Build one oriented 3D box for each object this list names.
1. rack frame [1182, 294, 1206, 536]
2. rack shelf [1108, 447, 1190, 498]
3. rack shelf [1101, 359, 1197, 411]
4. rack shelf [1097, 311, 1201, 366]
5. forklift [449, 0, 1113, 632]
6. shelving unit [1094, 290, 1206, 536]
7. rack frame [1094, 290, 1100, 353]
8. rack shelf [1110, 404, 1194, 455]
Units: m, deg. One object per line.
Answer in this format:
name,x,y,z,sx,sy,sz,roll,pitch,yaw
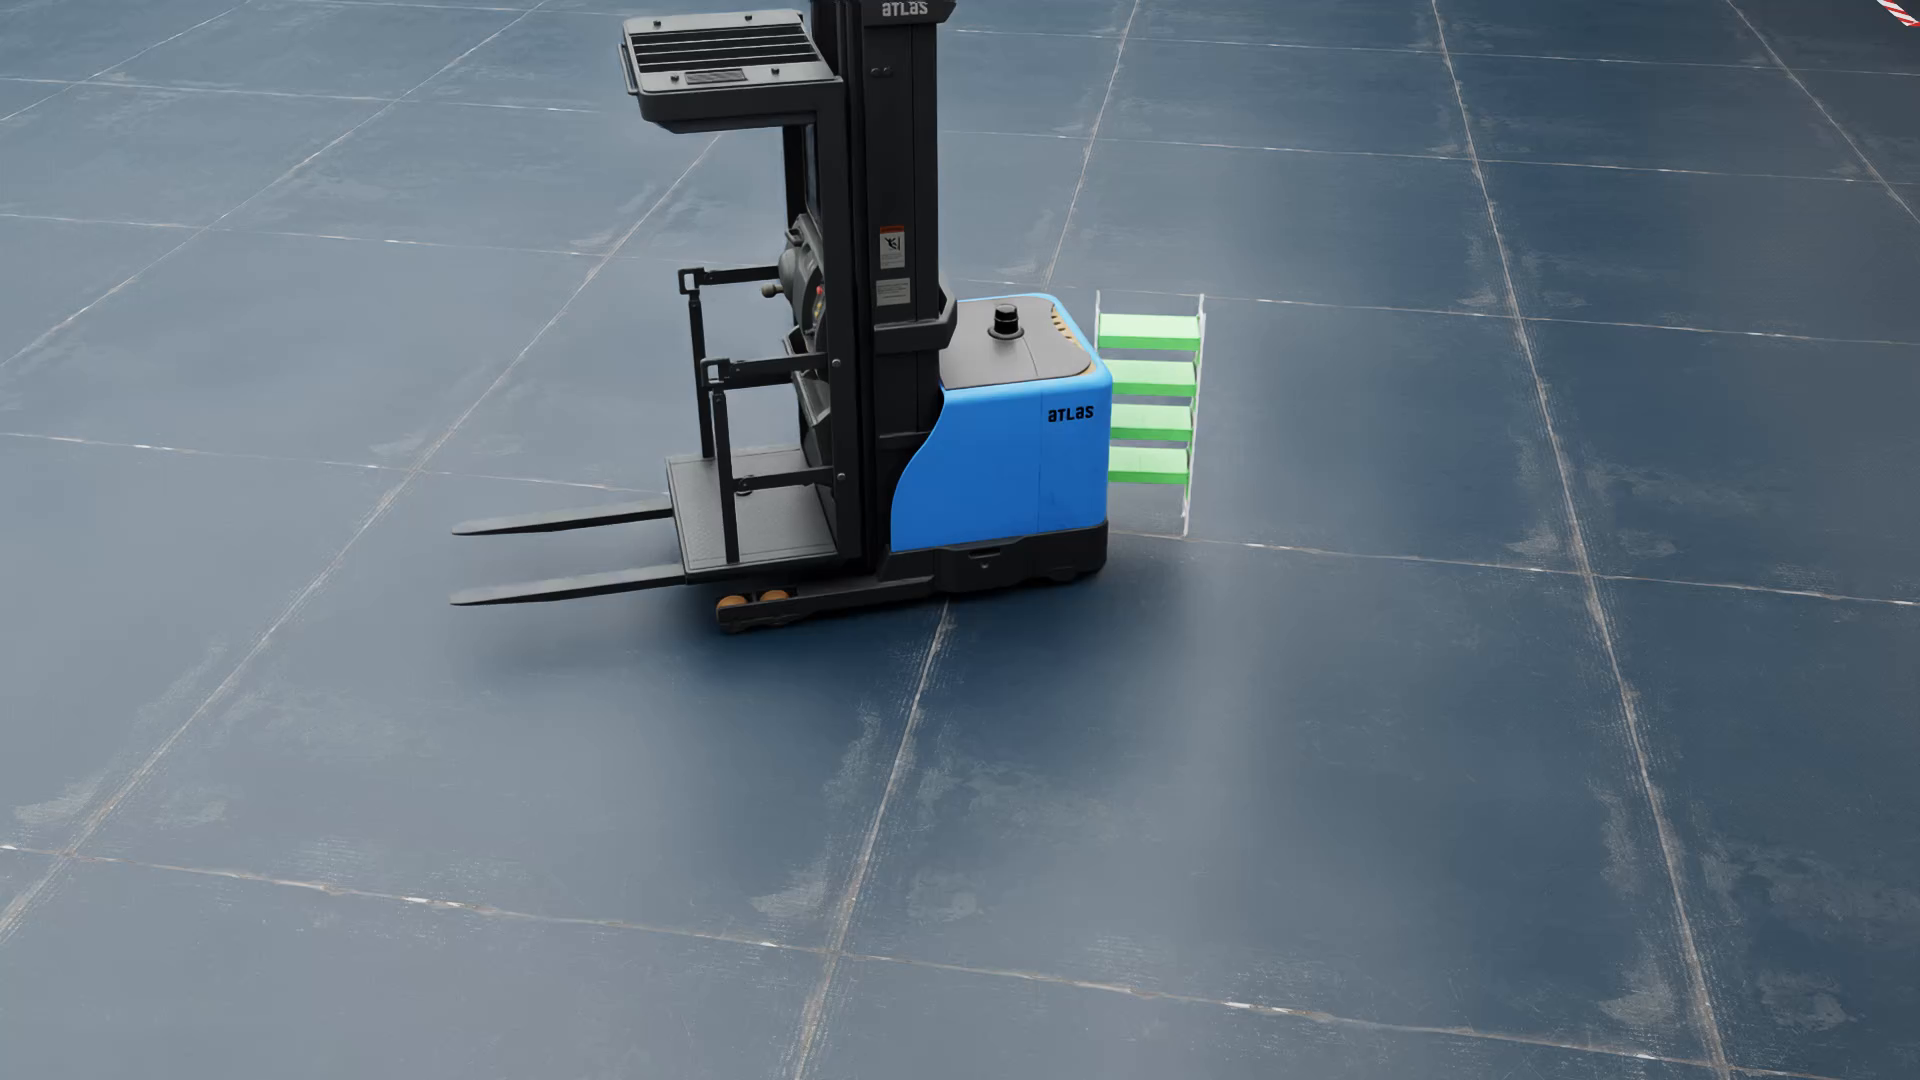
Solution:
rack frame,1.132,-0.591,8.063,0.015,1.200,0.240,2,32,4
rack shelf,0.889,-0.343,8.240,0.480,0.148,0.258,2,32,4
rack shelf,0.889,-0.750,7.985,0.480,0.148,0.258,2,32,4
rack shelf,0.889,-0.953,7.858,0.480,0.148,0.258,2,32,4
forklift,-0.872,-1.131,7.294,3.031,2.935,1.130,-7,33,-11
shelving unit,0.889,-0.601,8.079,0.503,1.200,0.258,2,32,4
rack frame,0.645,-0.611,8.095,0.015,1.200,0.240,2,32,4
rack shelf,0.889,-0.547,8.113,0.480,0.148,0.258,2,32,4
